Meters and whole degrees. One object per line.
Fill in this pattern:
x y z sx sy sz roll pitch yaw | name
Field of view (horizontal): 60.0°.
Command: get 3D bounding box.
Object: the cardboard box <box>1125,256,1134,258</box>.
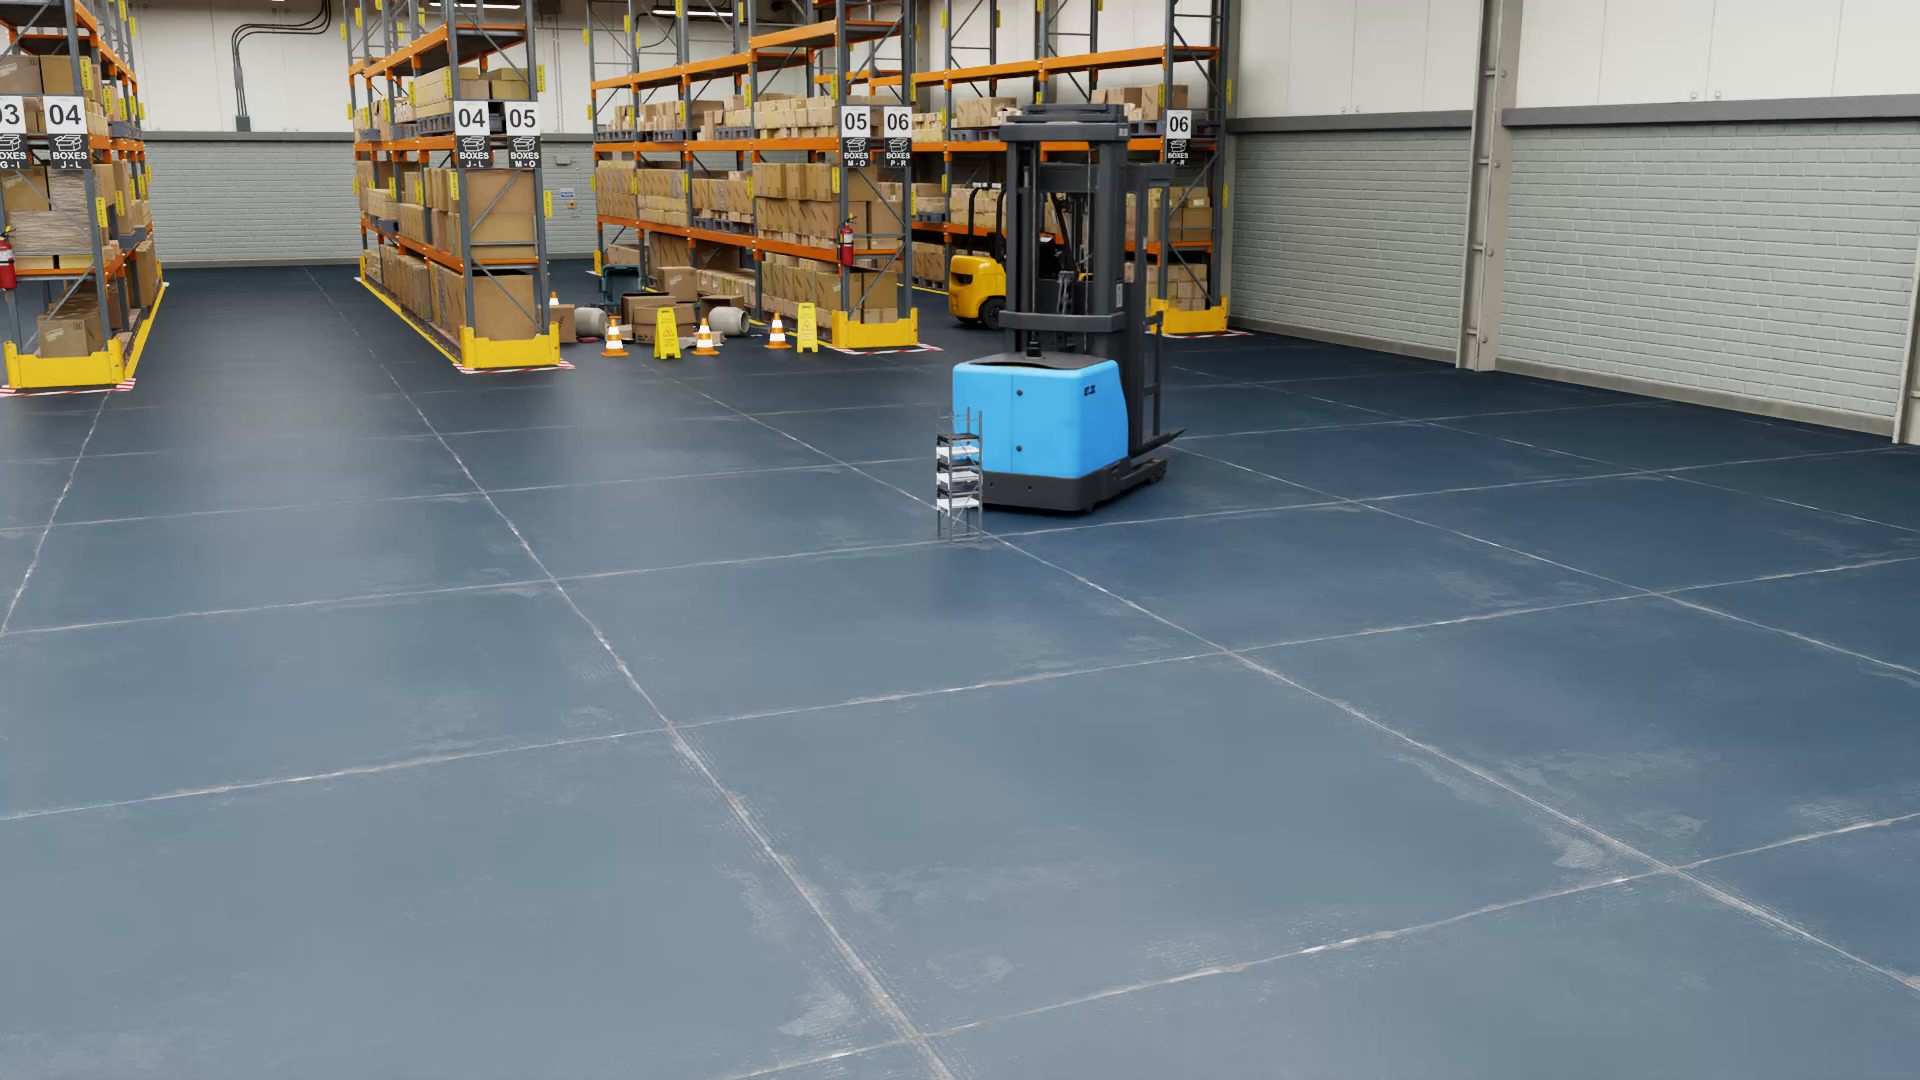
2.583 -4.469 26.977 0.500 0.250 0.500 -6 14 -23 | cardboard box

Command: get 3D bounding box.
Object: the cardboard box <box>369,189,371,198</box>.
-10.590 -6.338 30.409 0.380 0.149 0.250 -5 14 -21 | cardboard box

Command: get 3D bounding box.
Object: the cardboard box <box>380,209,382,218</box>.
-9.758 -5.619 28.620 0.380 0.149 0.250 -6 14 -24 | cardboard box

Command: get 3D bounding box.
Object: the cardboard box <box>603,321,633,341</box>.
-4.863 -2.972 23.624 0.396 0.266 0.258 -3 13 -13 | cardboard box

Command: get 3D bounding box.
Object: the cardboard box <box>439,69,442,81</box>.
-6.284 -5.791 20.723 0.380 0.149 0.250 -5 14 -22 | cardboard box

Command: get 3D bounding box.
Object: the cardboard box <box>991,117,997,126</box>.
0.774 -7.362 29.277 0.380 0.149 0.250 -6 14 -24 | cardboard box

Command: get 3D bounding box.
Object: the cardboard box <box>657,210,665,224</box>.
-5.424 -6.108 31.441 0.500 0.250 0.500 -6 14 -24 | cardboard box

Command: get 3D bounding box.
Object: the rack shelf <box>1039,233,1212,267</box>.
2.603 -4.647 26.390 1.077 0.370 4.000 -6 14 -23 | rack shelf

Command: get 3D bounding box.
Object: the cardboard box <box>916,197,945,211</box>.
-0.519 -6.557 32.450 0.500 0.250 0.500 -6 14 -26 | cardboard box

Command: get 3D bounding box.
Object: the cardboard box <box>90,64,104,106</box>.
-11.411 -5.895 21.545 0.500 0.500 0.500 -6 14 -25 | cardboard box

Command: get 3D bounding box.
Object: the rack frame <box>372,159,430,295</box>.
-10.444 -6.146 31.273 1.000 3.000 0.127 -6 14 -23 | rack frame

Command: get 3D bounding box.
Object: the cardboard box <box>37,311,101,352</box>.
-10.728 -2.477 20.034 0.500 0.500 0.500 -2 13 -8 | cardboard box

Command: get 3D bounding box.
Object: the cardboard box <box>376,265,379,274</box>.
-10.981 -5.198 31.907 0.380 0.149 0.250 -6 14 -26 | cardboard box

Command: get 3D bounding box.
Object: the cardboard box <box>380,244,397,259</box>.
-10.390 -5.322 30.660 0.500 0.250 0.500 -6 14 -25 | cardboard box

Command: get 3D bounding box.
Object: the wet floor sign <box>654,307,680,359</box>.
-3.811 -2.693 21.573 0.267 0.644 0.232 -9 16 -33 | wet floor sign

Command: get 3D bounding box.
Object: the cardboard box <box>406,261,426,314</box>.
-7.954 -3.922 25.720 1.050 0.750 0.750 -6 14 -23 | cardboard box

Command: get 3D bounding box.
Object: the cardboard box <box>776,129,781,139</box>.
-2.526 -6.058 24.797 0.380 0.149 0.250 -5 14 -21 | cardboard box

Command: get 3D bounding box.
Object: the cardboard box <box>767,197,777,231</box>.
-2.601 -4.937 25.168 0.500 0.500 0.500 -6 14 -23 | cardboard box

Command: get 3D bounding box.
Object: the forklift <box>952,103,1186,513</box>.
1.025 -1.917 13.150 1.130 2.935 3.031 6 14 25 | forklift

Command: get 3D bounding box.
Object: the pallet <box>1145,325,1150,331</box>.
3.060 -3.380 25.504 1.003 0.211 1.213 -6 14 -23 | pallet

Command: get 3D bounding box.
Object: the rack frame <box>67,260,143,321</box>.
-13.427 -4.893 25.857 1.000 3.000 0.127 -6 14 -23 | rack frame

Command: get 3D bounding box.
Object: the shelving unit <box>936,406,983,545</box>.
-0.003 -0.440 11.276 0.258 0.900 0.210 -6 14 -23 | shelving unit

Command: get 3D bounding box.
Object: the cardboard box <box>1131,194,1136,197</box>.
2.811 -5.248 25.074 0.380 0.149 0.250 -5 14 -22 | cardboard box

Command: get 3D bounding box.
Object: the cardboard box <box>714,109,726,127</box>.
-3.710 -6.987 28.024 0.797 0.503 0.637 -6 14 -23 | cardboard box

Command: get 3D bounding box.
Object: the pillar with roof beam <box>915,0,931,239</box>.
-4.800 -9.822 33.852 9.100 9.000 0.400 -6 14 -23 | pillar with roof beam

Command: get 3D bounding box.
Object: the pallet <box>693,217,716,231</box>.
-3.964 -5.557 29.151 1.213 0.211 1.003 -6 14 -23 | pallet

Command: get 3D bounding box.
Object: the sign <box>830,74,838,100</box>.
-1.659 -5.982 21.946 0.100 0.325 0.005 -6 14 -23 | sign

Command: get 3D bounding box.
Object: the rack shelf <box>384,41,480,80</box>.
-8.041 -7.284 25.367 1.077 0.370 4.000 -6 14 -23 | rack shelf

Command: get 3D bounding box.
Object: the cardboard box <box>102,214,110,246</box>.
-11.240 -3.961 20.948 0.875 0.500 0.500 -6 14 -23 | cardboard box

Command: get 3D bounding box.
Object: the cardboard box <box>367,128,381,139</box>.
-10.888 -7.611 31.284 0.500 0.250 0.500 -5 14 -22 | cardboard box

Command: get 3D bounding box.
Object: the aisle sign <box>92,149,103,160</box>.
-16.935 -7.800 32.652 0.394 0.787 0.004 -6 14 -23 | aisle sign

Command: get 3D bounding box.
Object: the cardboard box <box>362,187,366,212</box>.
-11.697 -6.838 33.380 0.500 0.500 0.500 -5 14 -22 | cardboard box

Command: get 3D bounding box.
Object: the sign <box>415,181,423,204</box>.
-7.733 -4.968 23.790 0.100 0.325 0.005 -6 14 -23 | sign

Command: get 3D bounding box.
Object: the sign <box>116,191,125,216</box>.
-11.331 -4.538 22.407 0.100 0.325 0.005 -6 14 -23 | sign

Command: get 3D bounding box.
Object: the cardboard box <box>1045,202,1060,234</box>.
1.741 -5.344 27.585 0.500 0.500 0.500 -6 14 -25 | cardboard box

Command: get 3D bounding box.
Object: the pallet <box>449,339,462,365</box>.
-6.029 -2.466 21.559 1.003 0.211 1.213 -6 14 -23 | pallet

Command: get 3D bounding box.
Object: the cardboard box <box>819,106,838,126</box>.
-1.594 -5.749 22.580 0.500 0.250 0.500 -6 14 -24 | cardboard box

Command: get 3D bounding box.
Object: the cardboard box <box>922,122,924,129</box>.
-0.524 -8.086 32.451 0.380 0.149 0.250 -5 14 -22 | cardboard box

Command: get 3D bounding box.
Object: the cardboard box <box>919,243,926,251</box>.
-0.597 -5.841 33.128 0.380 0.149 0.250 -6 14 -24 | cardboard box

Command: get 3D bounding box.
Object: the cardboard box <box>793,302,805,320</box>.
-2.127 -3.358 24.393 0.500 0.250 0.500 -6 14 -25 | cardboard box

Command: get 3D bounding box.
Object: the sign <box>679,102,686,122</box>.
-4.859 -7.491 29.110 0.100 0.325 0.005 -6 14 -23 | sign

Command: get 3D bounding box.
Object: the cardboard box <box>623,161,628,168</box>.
-6.712 -7.717 34.181 0.380 0.149 0.250 -6 14 -23 | cardboard box

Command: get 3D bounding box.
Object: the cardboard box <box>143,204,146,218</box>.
-15.172 -6.015 30.378 0.500 0.250 0.500 -6 14 -23 | cardboard box

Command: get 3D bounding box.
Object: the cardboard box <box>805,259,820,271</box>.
-2.008 -3.945 23.828 0.380 0.149 0.250 -5 14 -22 | cardboard box

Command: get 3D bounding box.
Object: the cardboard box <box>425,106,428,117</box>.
-6.996 -5.770 22.398 0.380 0.149 0.250 -6 14 -24 | cardboard box

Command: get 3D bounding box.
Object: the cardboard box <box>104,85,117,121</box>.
-12.607 -6.362 24.221 0.500 0.500 0.500 -5 14 -22 | cardboard box

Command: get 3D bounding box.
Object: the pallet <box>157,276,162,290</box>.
-16.240 -5.029 32.629 1.003 0.211 1.213 -6 14 -23 | pallet

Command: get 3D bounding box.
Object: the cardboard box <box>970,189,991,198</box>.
0.408 -6.350 30.495 0.380 0.149 0.250 -5 14 -22 | cardboard box

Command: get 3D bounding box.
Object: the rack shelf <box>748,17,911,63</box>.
-1.943 -7.119 23.773 1.077 0.370 4.000 -6 14 -23 | rack shelf

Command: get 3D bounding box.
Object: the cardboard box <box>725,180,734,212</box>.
-3.541 -5.644 27.289 0.500 0.500 0.500 -5 14 -21 | cardboard box

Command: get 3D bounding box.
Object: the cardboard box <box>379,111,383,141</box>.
-9.712 -7.131 28.653 0.500 0.500 0.500 -6 14 -23 | cardboard box

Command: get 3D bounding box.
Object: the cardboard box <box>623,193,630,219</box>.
-6.580 -6.841 34.055 0.500 0.500 0.500 -6 14 -24 | cardboard box

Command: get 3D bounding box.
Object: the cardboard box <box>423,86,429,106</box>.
-6.894 -5.945 22.272 0.500 0.250 0.500 -6 14 -24 | cardboard box

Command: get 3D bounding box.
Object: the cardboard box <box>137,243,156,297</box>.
-14.396 -4.573 28.259 1.225 0.875 0.875 -6 14 -25 | cardboard box
